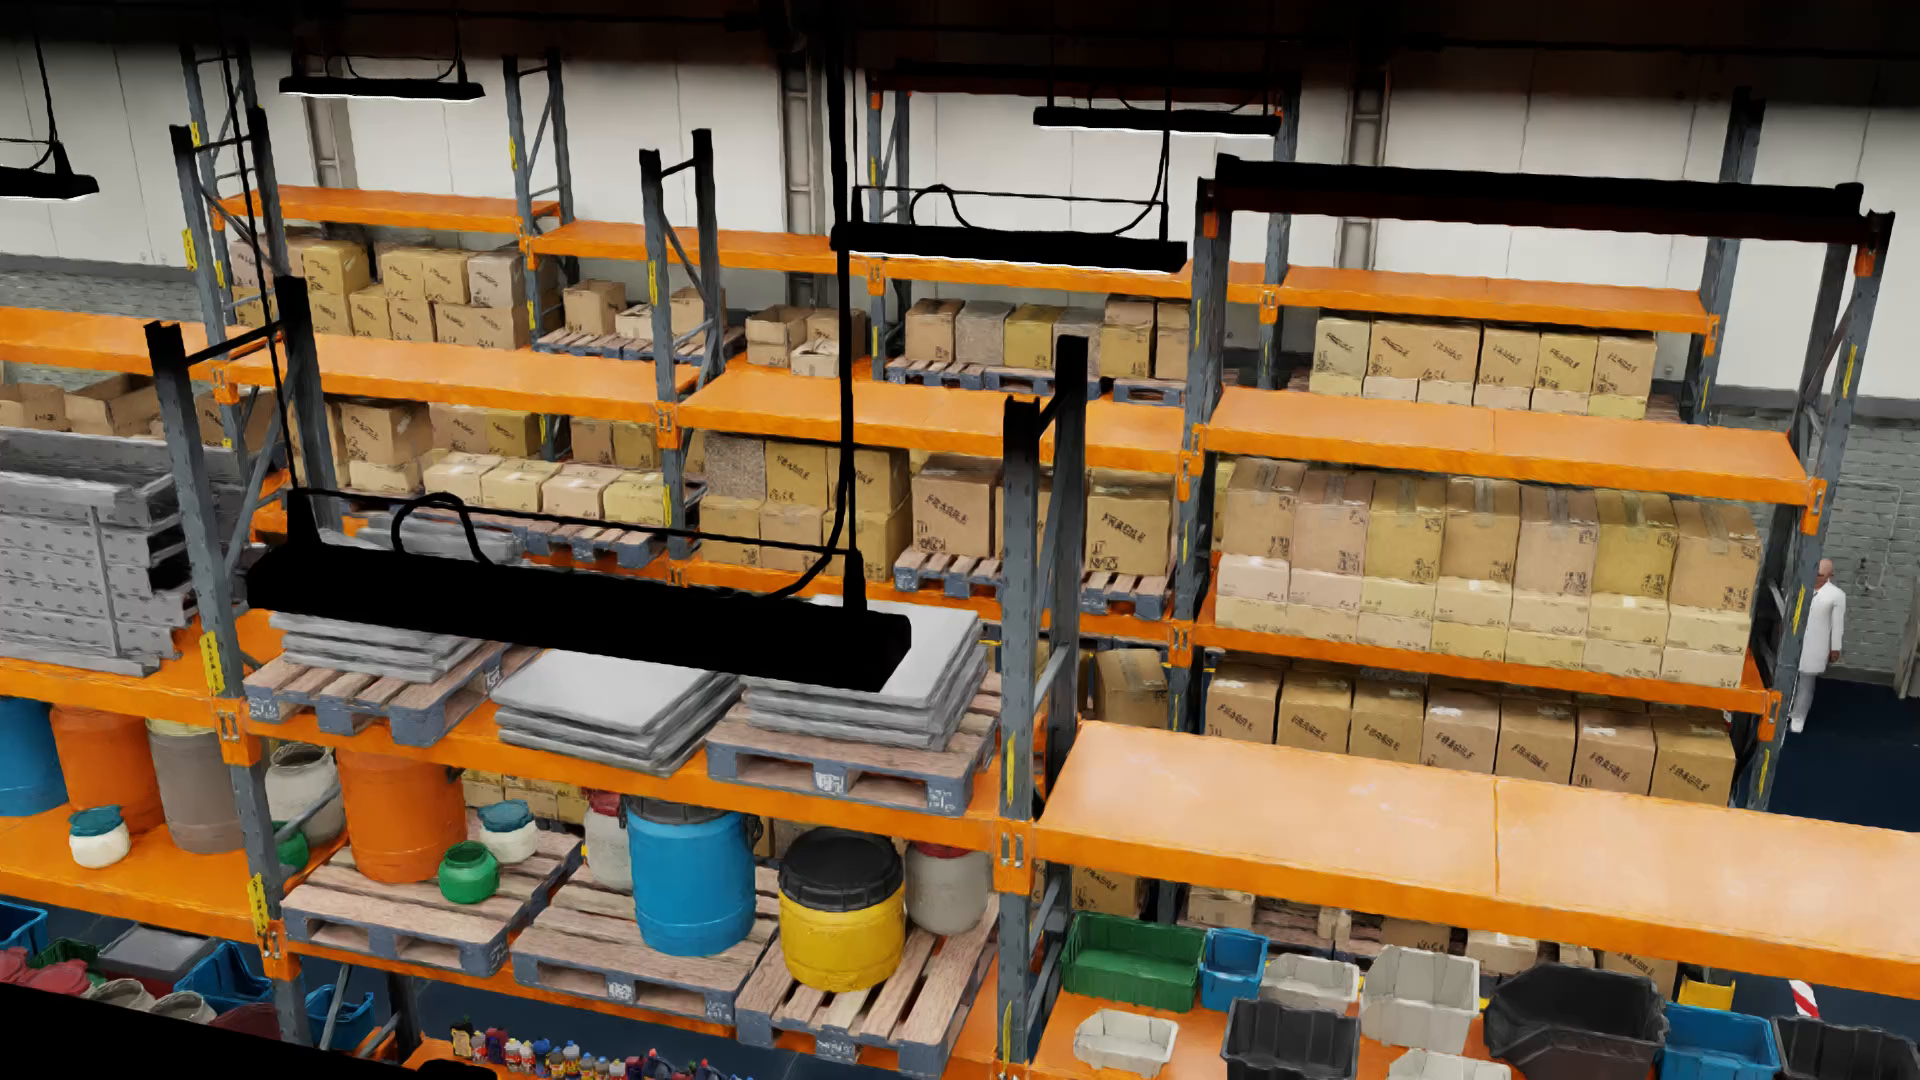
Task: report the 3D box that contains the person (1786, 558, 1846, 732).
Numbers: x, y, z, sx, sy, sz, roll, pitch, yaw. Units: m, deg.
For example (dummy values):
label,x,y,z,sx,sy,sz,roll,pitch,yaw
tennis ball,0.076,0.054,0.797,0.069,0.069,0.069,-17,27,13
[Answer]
label,x,y,z,sx,sy,sz,roll,pitch,yaw
person,8.208,0.938,16.224,0.539,1.770,0.782,-11,25,-24
